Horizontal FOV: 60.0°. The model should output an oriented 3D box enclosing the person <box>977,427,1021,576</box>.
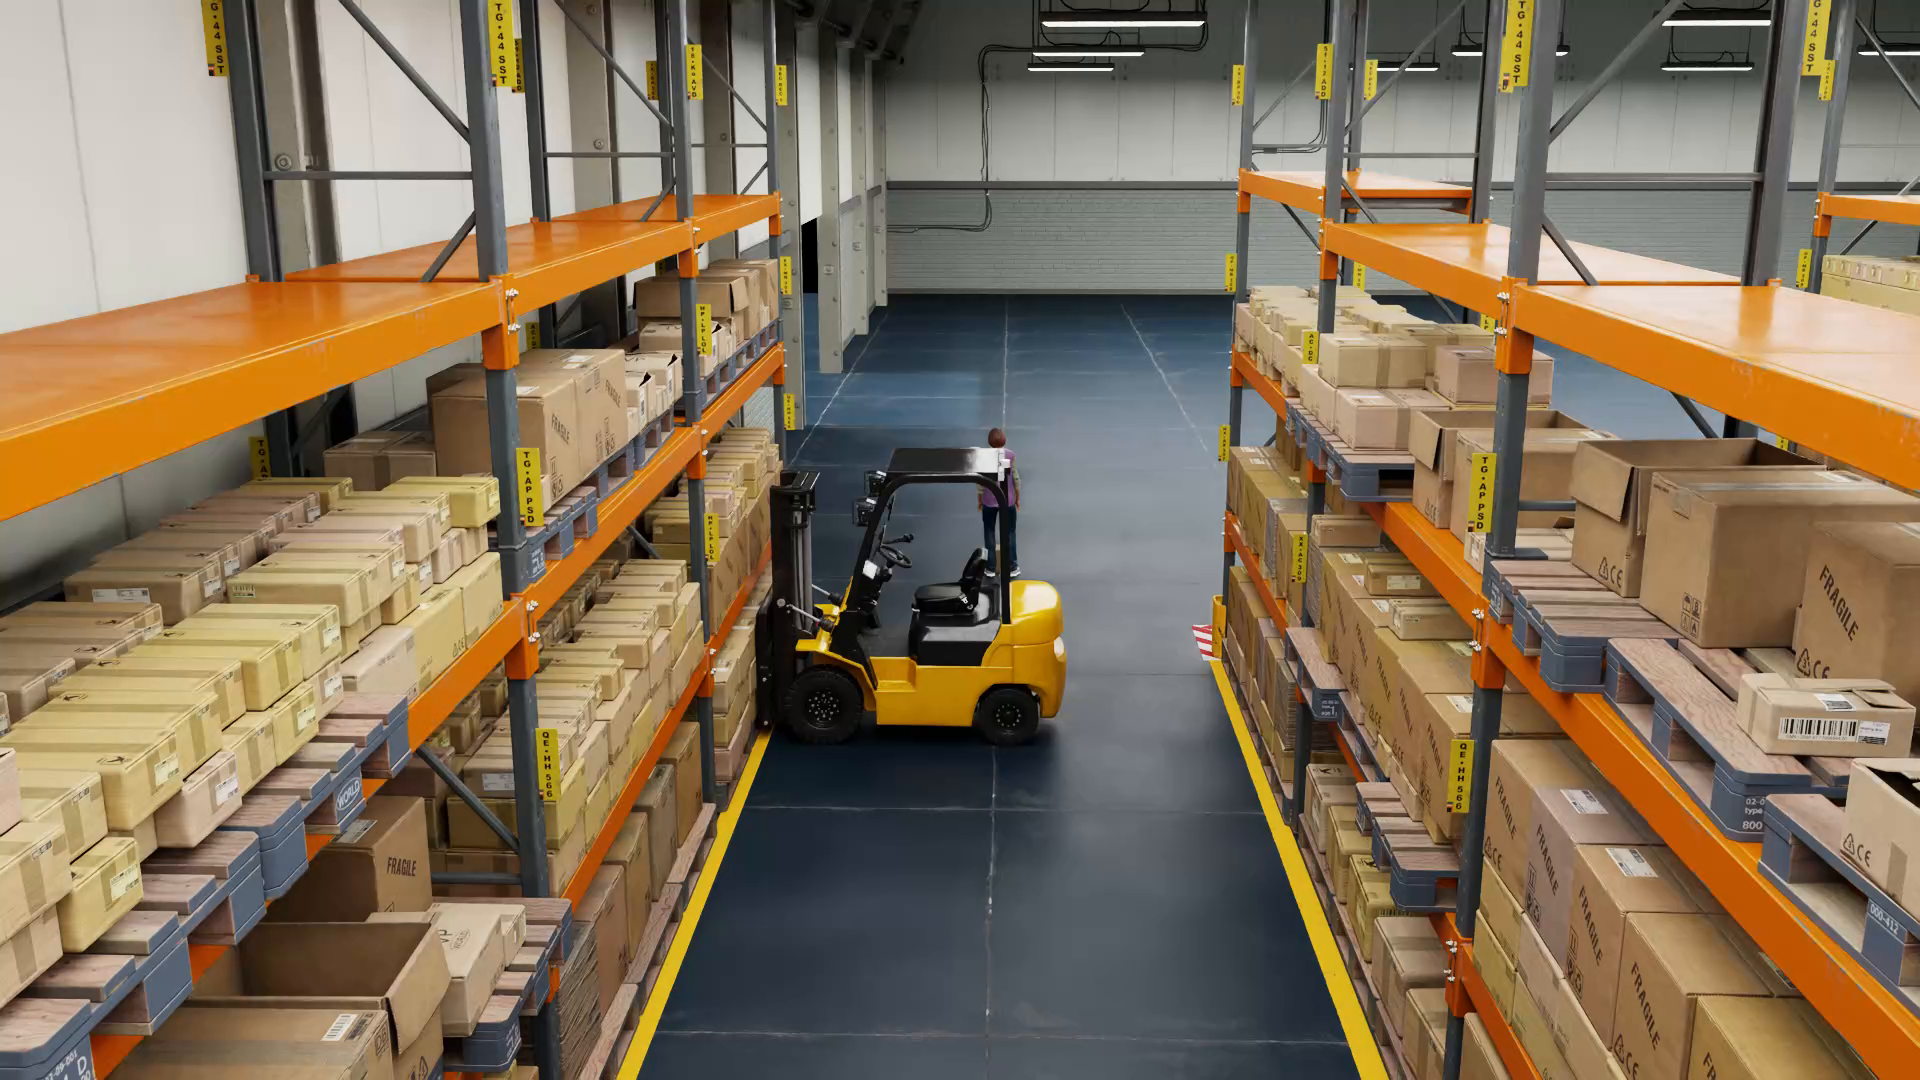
[{"bbox_3d":[0.418,-0.392,17.581,0.467,1.591,0.350,0,14,-2],"label":"person"}]
